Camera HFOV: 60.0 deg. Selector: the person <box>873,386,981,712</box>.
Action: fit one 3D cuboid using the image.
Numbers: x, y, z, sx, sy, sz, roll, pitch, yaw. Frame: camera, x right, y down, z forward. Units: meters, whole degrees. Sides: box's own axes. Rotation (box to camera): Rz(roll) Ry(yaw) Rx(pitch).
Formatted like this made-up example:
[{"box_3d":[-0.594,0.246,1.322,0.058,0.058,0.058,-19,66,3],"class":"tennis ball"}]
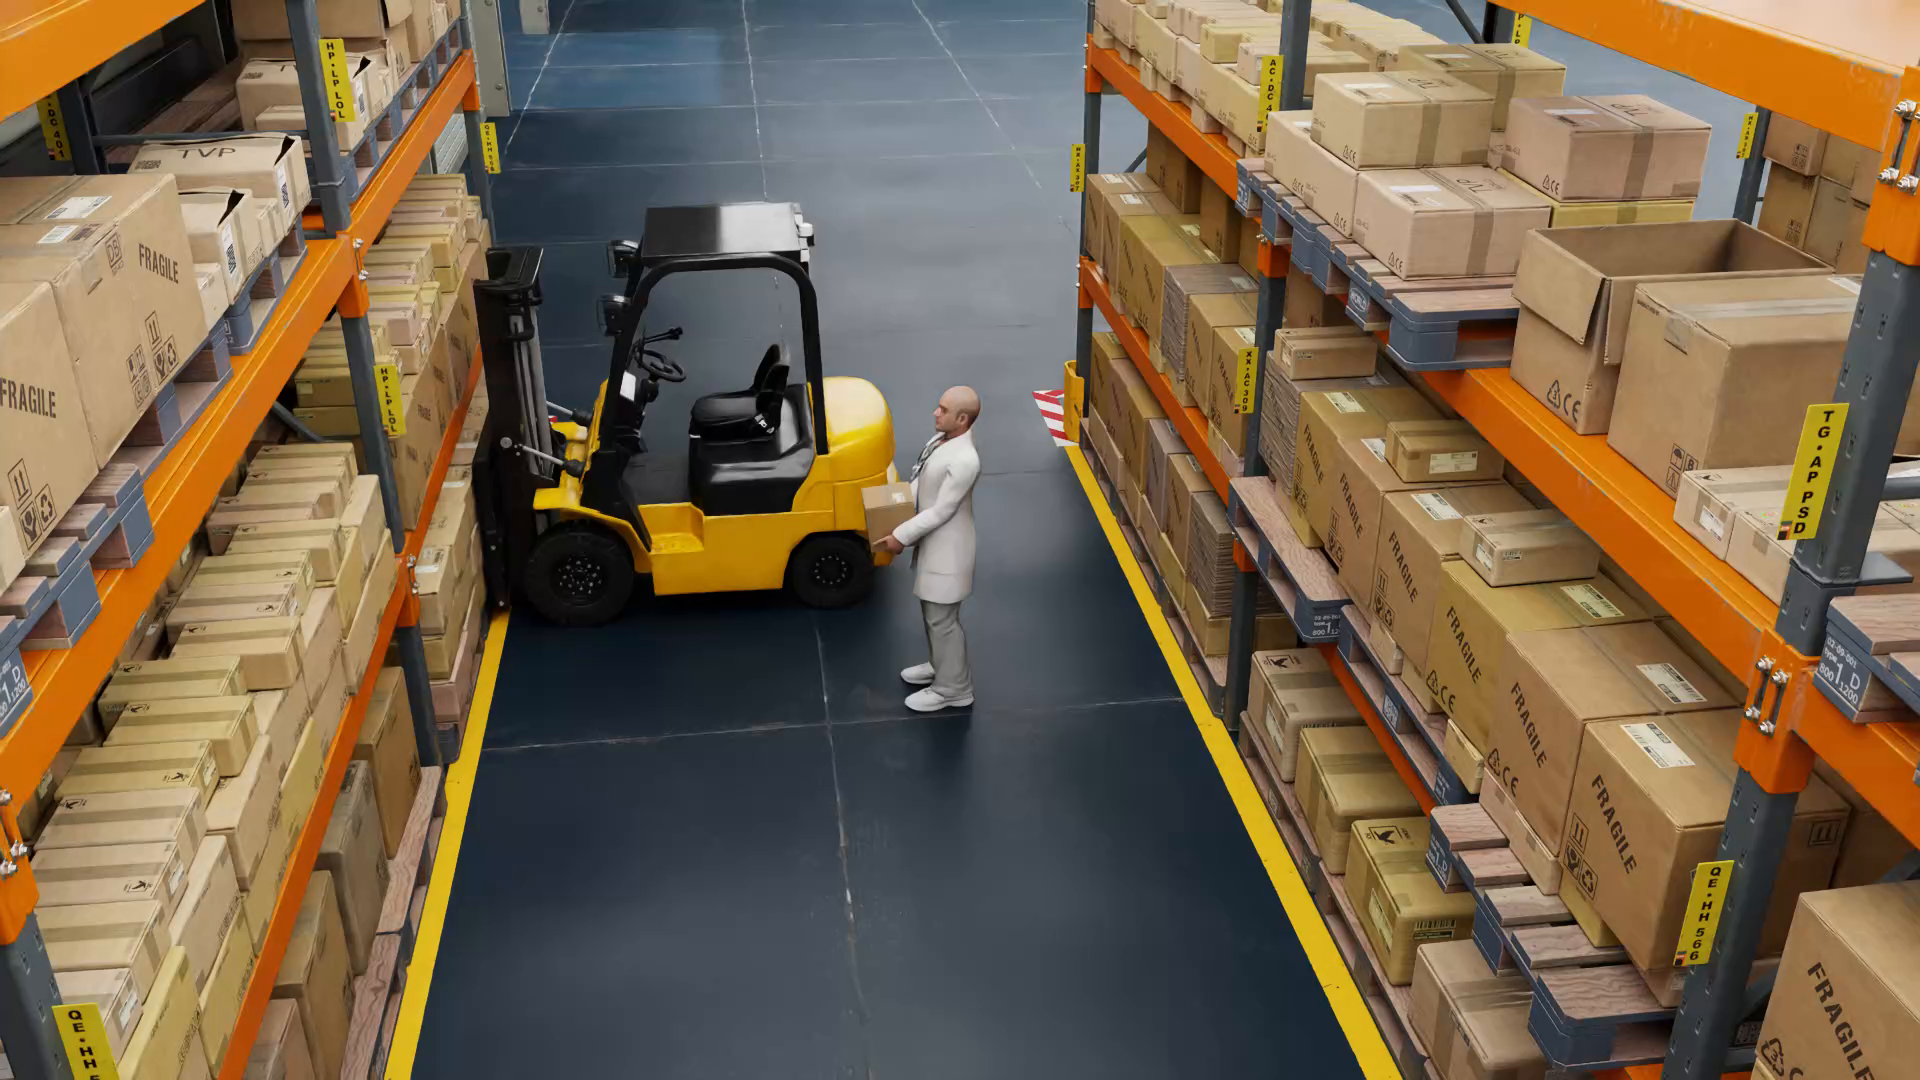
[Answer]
[{"box_3d":[-0.176,0.040,8.560,0.563,1.769,0.529,-4,27,-7],"class":"person"}]
